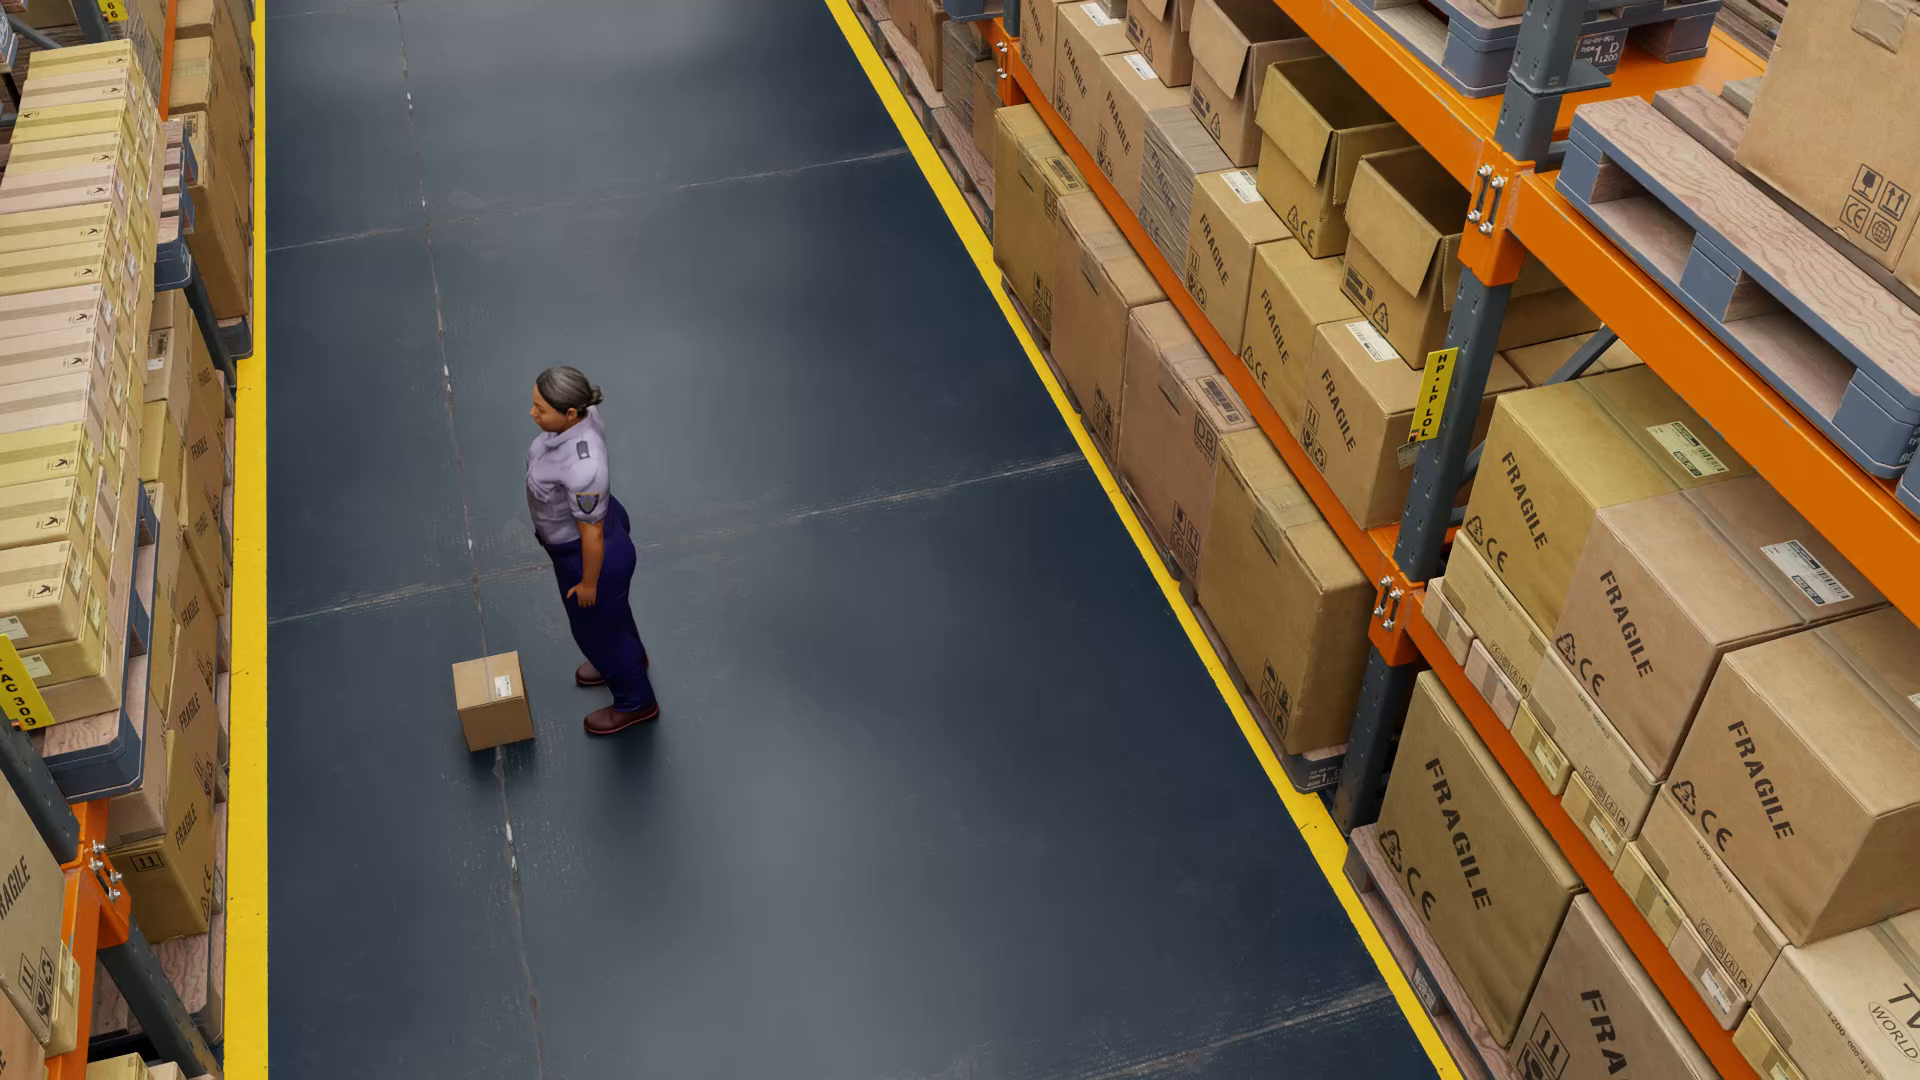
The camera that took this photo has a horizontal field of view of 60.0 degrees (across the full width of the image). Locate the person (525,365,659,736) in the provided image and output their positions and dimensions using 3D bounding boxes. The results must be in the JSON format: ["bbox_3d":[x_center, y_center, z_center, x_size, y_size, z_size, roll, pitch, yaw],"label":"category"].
[{"bbox_3d":[-1.376,0.036,6.137,0.342,1.645,0.468,-11,44,-12],"label":"person"}]
